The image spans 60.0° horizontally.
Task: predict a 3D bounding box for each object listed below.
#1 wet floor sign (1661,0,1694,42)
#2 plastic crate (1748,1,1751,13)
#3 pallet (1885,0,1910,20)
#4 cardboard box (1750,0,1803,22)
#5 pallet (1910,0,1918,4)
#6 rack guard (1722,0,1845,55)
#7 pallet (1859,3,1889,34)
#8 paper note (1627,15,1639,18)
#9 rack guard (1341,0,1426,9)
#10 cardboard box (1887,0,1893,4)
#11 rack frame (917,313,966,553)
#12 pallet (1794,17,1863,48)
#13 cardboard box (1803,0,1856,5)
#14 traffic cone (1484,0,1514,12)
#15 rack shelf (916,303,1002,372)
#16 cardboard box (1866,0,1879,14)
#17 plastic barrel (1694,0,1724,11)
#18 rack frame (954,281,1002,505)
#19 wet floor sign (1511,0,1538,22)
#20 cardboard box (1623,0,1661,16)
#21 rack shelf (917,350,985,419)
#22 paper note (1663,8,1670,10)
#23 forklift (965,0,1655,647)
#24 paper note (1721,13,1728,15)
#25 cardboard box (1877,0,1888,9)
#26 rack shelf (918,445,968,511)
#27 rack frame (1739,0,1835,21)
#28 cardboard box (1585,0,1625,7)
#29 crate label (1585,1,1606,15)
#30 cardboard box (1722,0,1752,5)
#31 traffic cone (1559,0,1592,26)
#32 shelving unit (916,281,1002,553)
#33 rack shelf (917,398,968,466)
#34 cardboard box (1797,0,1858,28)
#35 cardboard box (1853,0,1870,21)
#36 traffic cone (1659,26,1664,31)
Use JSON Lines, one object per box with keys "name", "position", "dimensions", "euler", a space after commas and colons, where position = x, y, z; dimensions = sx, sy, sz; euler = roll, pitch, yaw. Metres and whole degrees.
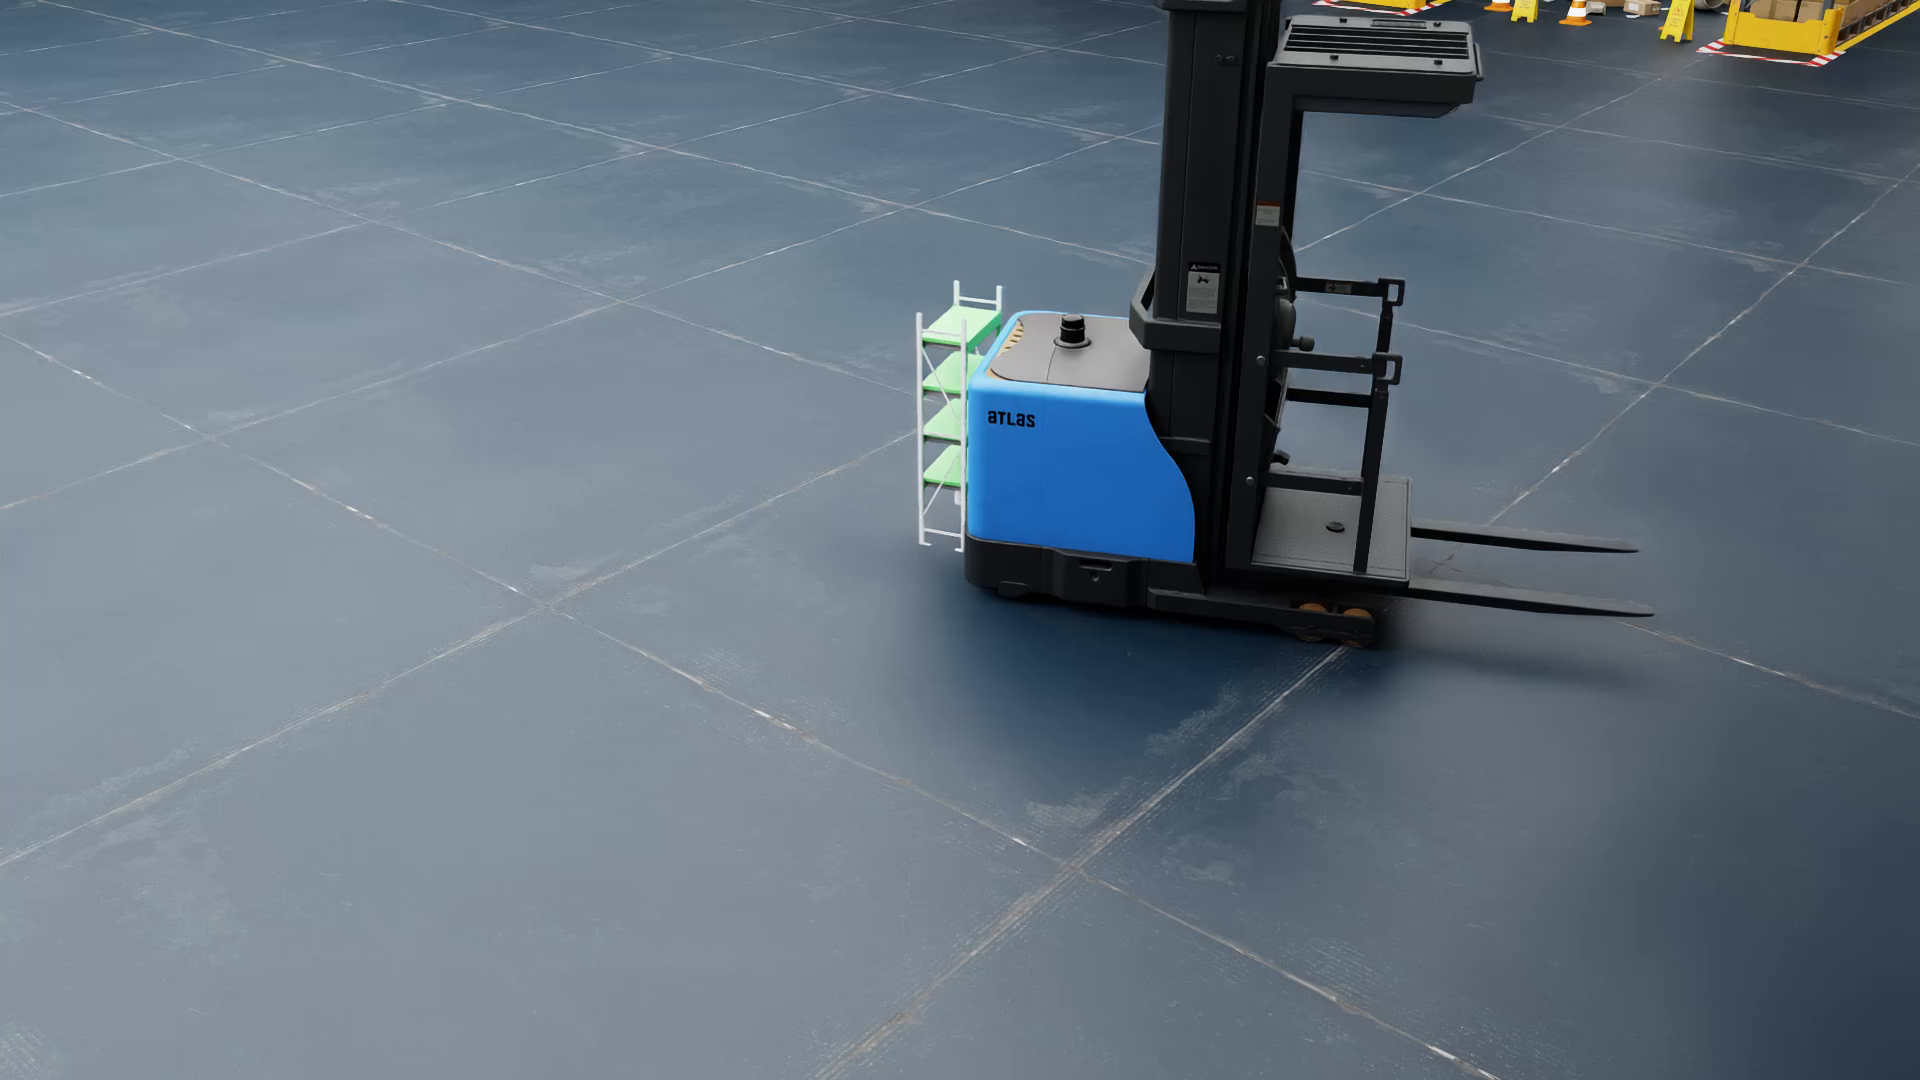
{"name": "wet floor sign", "position": [8.502, -6.230, 19.591], "dimensions": [0.232, 0.644, 0.267], "euler": [-15, 31, -27]}
{"name": "plastic crate", "position": [10.362, -6.835, 21.375], "dimensions": [0.402, 0.080, 0.583], "euler": [9, 29, 17]}
{"name": "pallet", "position": [11.593, -6.962, 21.477], "dimensions": [1.003, 0.211, 1.213], "euler": [21, 34, 34]}
{"name": "cardboard box", "position": [9.771, -6.369, 19.833], "dimensions": [0.500, 0.250, 0.500], "euler": [21, 34, 34]}
{"name": "pallet", "position": [12.487, -7.487, 22.492], "dimensions": [1.003, 0.211, 1.213], "euler": [21, 34, 34]}
{"name": "rack guard", "position": [9.497, -5.947, 19.202], "dimensions": [1.175, 0.500, 0.348], "euler": [21, 34, 34]}
{"name": "pallet", "position": [10.818, -6.527, 20.638], "dimensions": [1.003, 0.211, 1.213], "euler": [21, 34, 34]}
{"name": "paper note", "position": [8.514, -6.629, 21.030], "dimensions": [0.148, 0.019, 0.142], "euler": [9, 29, 17]}
{"name": "rack guard", "position": [5.550, -7.323, 21.861], "dimensions": [1.175, 0.500, 0.348], "euler": [21, 34, 34]}
{"name": "cardboard box", "position": [11.494, -6.934, 20.925], "dimensions": [0.500, 0.250, 0.500], "euler": [20, 33, 33]}
{"name": "rack frame", "position": [-0.085, -0.494, 7.899], "dimensions": [0.240, 1.200, 0.015], "euler": [10, 29, 18]}
{"name": "pallet", "position": [10.041, -6.097, 19.805], "dimensions": [1.003, 0.211, 1.213], "euler": [21, 34, 34]}
{"name": "cardboard box", "position": [10.190, -6.543, 19.352], "dimensions": [0.500, 0.500, 0.500], "euler": [19, 33, 33]}
{"name": "traffic cone", "position": [6.999, -7.088, 21.447], "dimensions": [0.336, 0.463, 0.334], "euler": [21, 34, 34]}
{"name": "rack shelf", "position": [0.000, -0.968, 7.910], "dimensions": [0.258, 0.148, 0.480], "euler": [10, 29, 18]}
{"name": "cardboard box", "position": [10.843, -6.577, 20.234], "dimensions": [0.500, 0.250, 0.500], "euler": [24, 35, 38]}
{"name": "plastic barrel", "position": [9.595, -7.061, 21.438], "dimensions": [0.421, 0.421, 0.512], "euler": [-5, 28, -9]}
{"name": "rack frame", "position": [0.086, -0.704, 8.305], "dimensions": [0.240, 1.200, 0.015], "euler": [10, 29, 18]}
{"name": "wet floor sign", "position": [7.075, -6.807, 20.705], "dimensions": [0.267, 0.644, 0.232], "euler": [15, 31, 26]}
{"name": "cardboard box", "position": [8.724, -6.819, 21.270], "dimensions": [0.250, 0.149, 0.380], "euler": [-10, 29, -18]}
{"name": "rack shelf", "position": [0.000, -0.755, 8.021], "dimensions": [0.258, 0.148, 0.480], "euler": [10, 29, 18]}
{"name": "paper note", "position": [9.170, -6.881, 21.530], "dimensions": [0.142, 0.019, 0.148], "euler": [-15, 31, -27]}
{"name": "forklift", "position": [1.596, -1.100, 7.186], "dimensions": [3.031, 2.935, 1.130], "euler": [7, 28, 12]}
{"name": "paper note", "position": [9.789, -6.721, 21.208], "dimensions": [0.142, 0.019, 0.148], "euler": [9, 29, 17]}
{"name": "cardboard box", "position": [11.167, -6.755, 20.579], "dimensions": [0.500, 0.250, 0.500], "euler": [21, 34, 35]}
{"name": "rack shelf", "position": [0.000, -0.329, 8.241], "dimensions": [0.258, 0.148, 0.480], "euler": [10, 29, 18]}
{"name": "rack frame", "position": [9.449, -7.030, 18.576], "dimensions": [1.000, 3.000, 0.127], "euler": [21, 34, 34]}
{"name": "cardboard box", "position": [8.613, -7.284, 21.783], "dimensions": [0.797, 0.503, 0.637], "euler": [0, 27, 0]}
{"name": "crate label", "position": [8.106, -6.789, 21.225], "dimensions": [0.250, 0.136, 0.298], "euler": [4, 28, 8]}
{"name": "cardboard box", "position": [10.262, -7.357, 21.925], "dimensions": [0.500, 0.500, 0.500], "euler": [-5, 28, -9]}
{"name": "traffic cone", "position": [7.654, -6.637, 20.576], "dimensions": [0.336, 0.463, 0.334], "euler": [21, 34, 34]}
{"name": "shelving unit", "position": [0.000, -0.599, 8.102], "dimensions": [0.258, 1.200, 0.503], "euler": [10, 29, 18]}
{"name": "rack shelf", "position": [0.000, -0.542, 8.131], "dimensions": [0.258, 0.148, 0.480], "euler": [10, 29, 18]}
{"name": "cardboard box", "position": [10.175, -6.201, 19.508], "dimensions": [0.500, 0.250, 0.500], "euler": [20, 34, 34]}
{"name": "cardboard box", "position": [10.506, -6.380, 19.853], "dimensions": [0.500, 0.250, 0.500], "euler": [22, 35, 36]}
{"name": "traffic cone", "position": [8.727, -6.433, 20.182], "dimensions": [0.336, 0.463, 0.334], "euler": [21, 34, 34]}
